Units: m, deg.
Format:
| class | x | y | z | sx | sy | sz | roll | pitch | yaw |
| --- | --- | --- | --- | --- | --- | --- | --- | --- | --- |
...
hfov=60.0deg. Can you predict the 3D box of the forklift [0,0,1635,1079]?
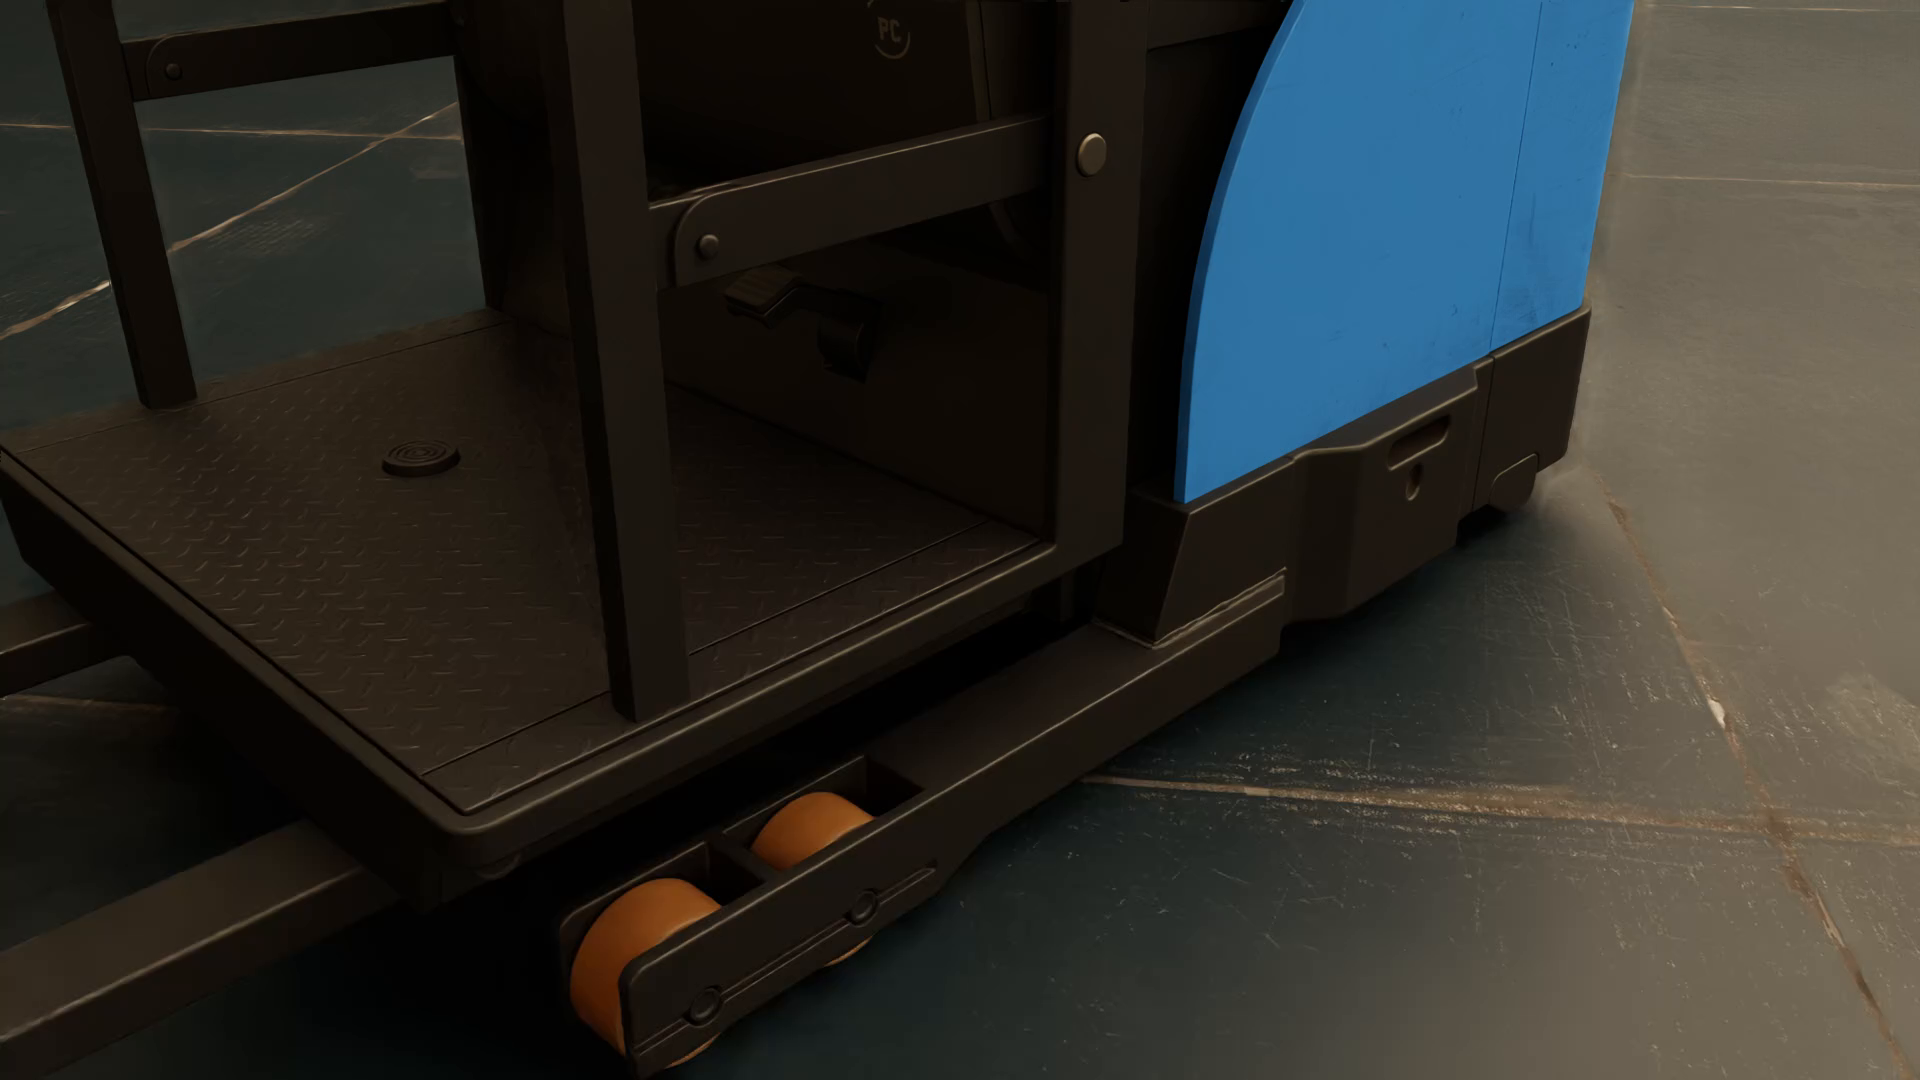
| class | x | y | z | sx | sy | sz | roll | pitch | yaw |
| --- | --- | --- | --- | --- | --- | --- | --- | --- | --- |
| forklift | -0.429 | -1.088 | 1.398 | 1.130 | 2.935 | 3.031 | 24 | 35 | 39 |
